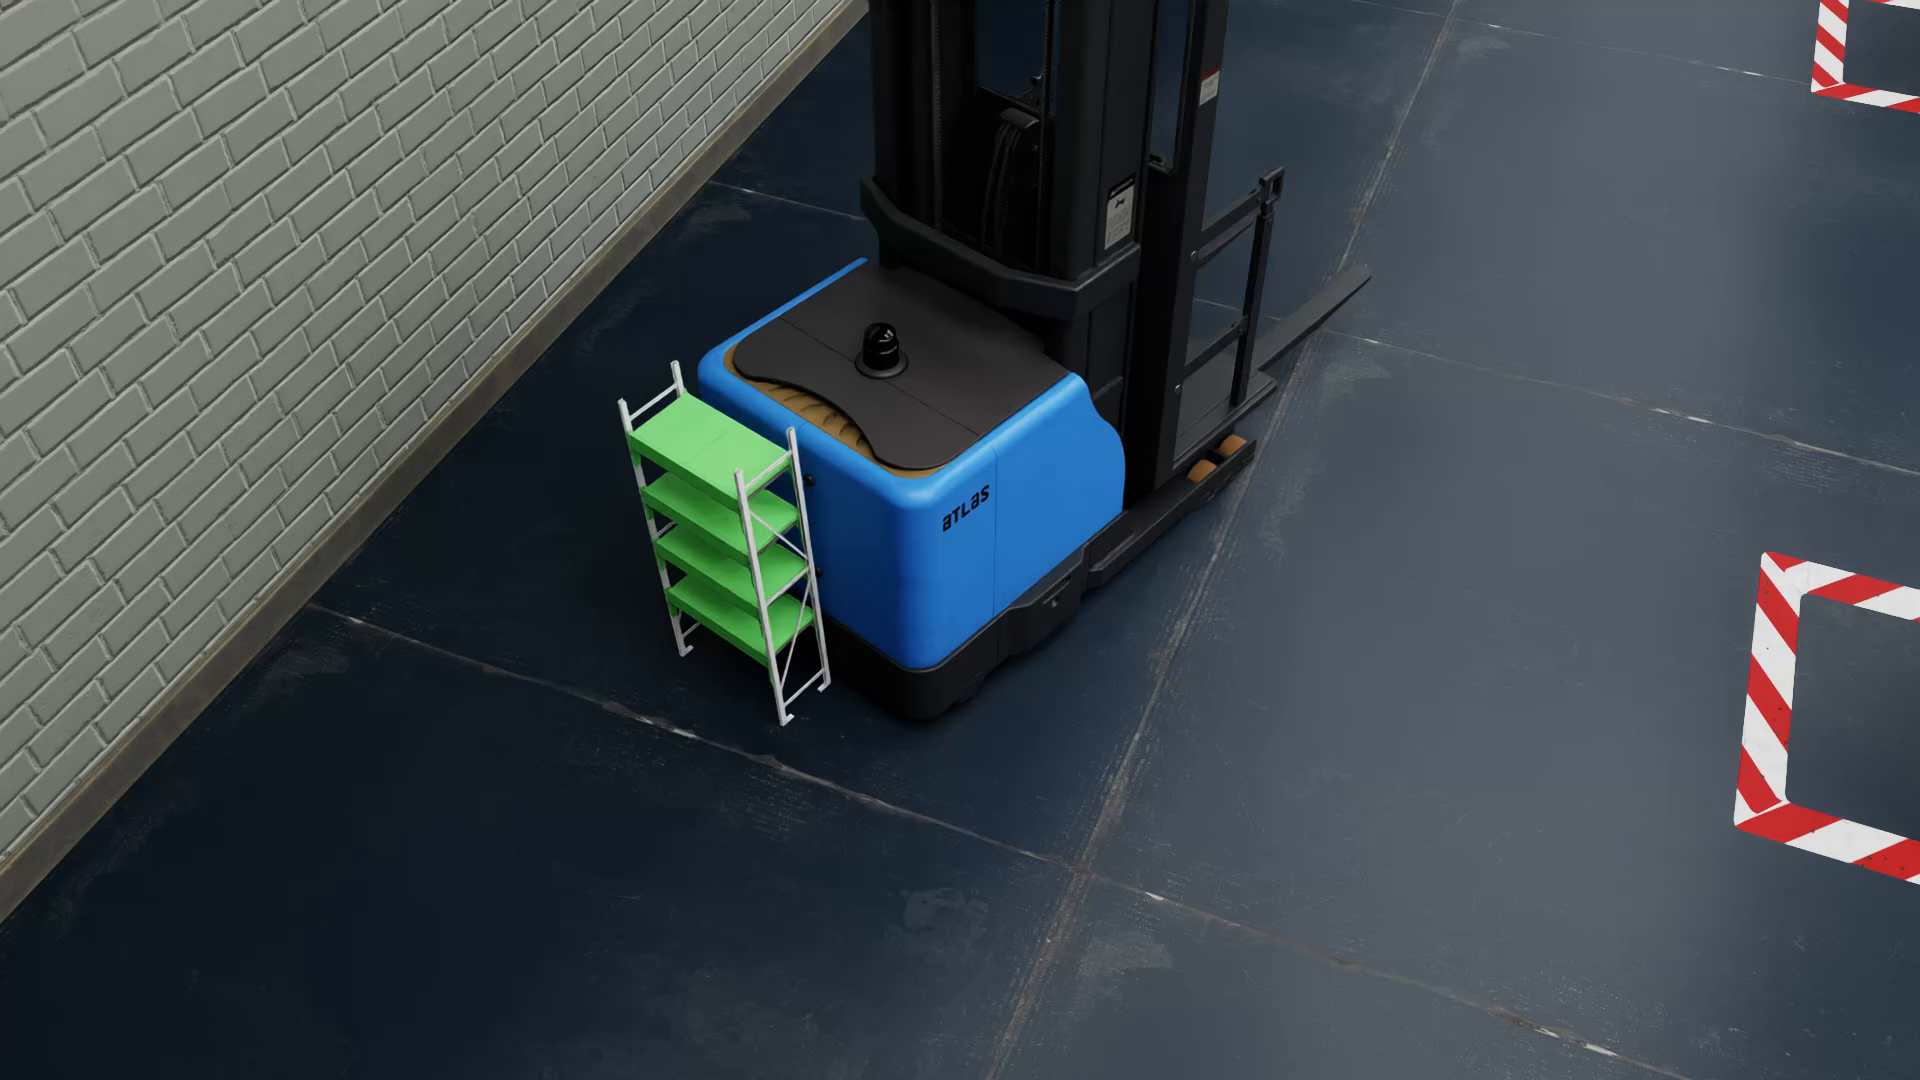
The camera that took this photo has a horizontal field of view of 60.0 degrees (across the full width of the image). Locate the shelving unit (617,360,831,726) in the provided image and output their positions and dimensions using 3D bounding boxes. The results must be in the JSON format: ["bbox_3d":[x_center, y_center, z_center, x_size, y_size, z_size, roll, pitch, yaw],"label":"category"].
[{"bbox_3d":[-0.734,0.039,5.351,0.503,1.200,0.258,30,55,27],"label":"shelving unit"}]

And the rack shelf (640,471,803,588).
[{"bbox_3d":[-0.740,-0.081,5.222,0.480,0.148,0.258,30,55,27],"label":"rack shelf"}]

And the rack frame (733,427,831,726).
[{"bbox_3d":[-0.546,0.149,5.240,0.015,1.200,0.240,30,55,27],"label":"rack frame"}]

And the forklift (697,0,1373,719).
[{"bbox_3d":[0.501,-1.399,5.578,1.130,2.935,3.031,33,53,28],"label":"forklift"}]

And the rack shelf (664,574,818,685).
[{"bbox_3d":[-0.724,0.246,5.573,0.480,0.148,0.258,30,55,27],"label":"rack shelf"}]

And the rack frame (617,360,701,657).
[{"bbox_3d":[-0.922,-0.070,5.461,0.015,1.200,0.240,30,55,27],"label":"rack frame"}]

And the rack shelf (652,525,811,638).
[{"bbox_3d":[-0.732,0.083,5.397,0.480,0.148,0.258,30,55,27],"label":"rack shelf"}]

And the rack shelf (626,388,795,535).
[{"bbox_3d":[-0.747,-0.244,5.046,0.480,0.148,0.258,30,55,27],"label":"rack shelf"}]
